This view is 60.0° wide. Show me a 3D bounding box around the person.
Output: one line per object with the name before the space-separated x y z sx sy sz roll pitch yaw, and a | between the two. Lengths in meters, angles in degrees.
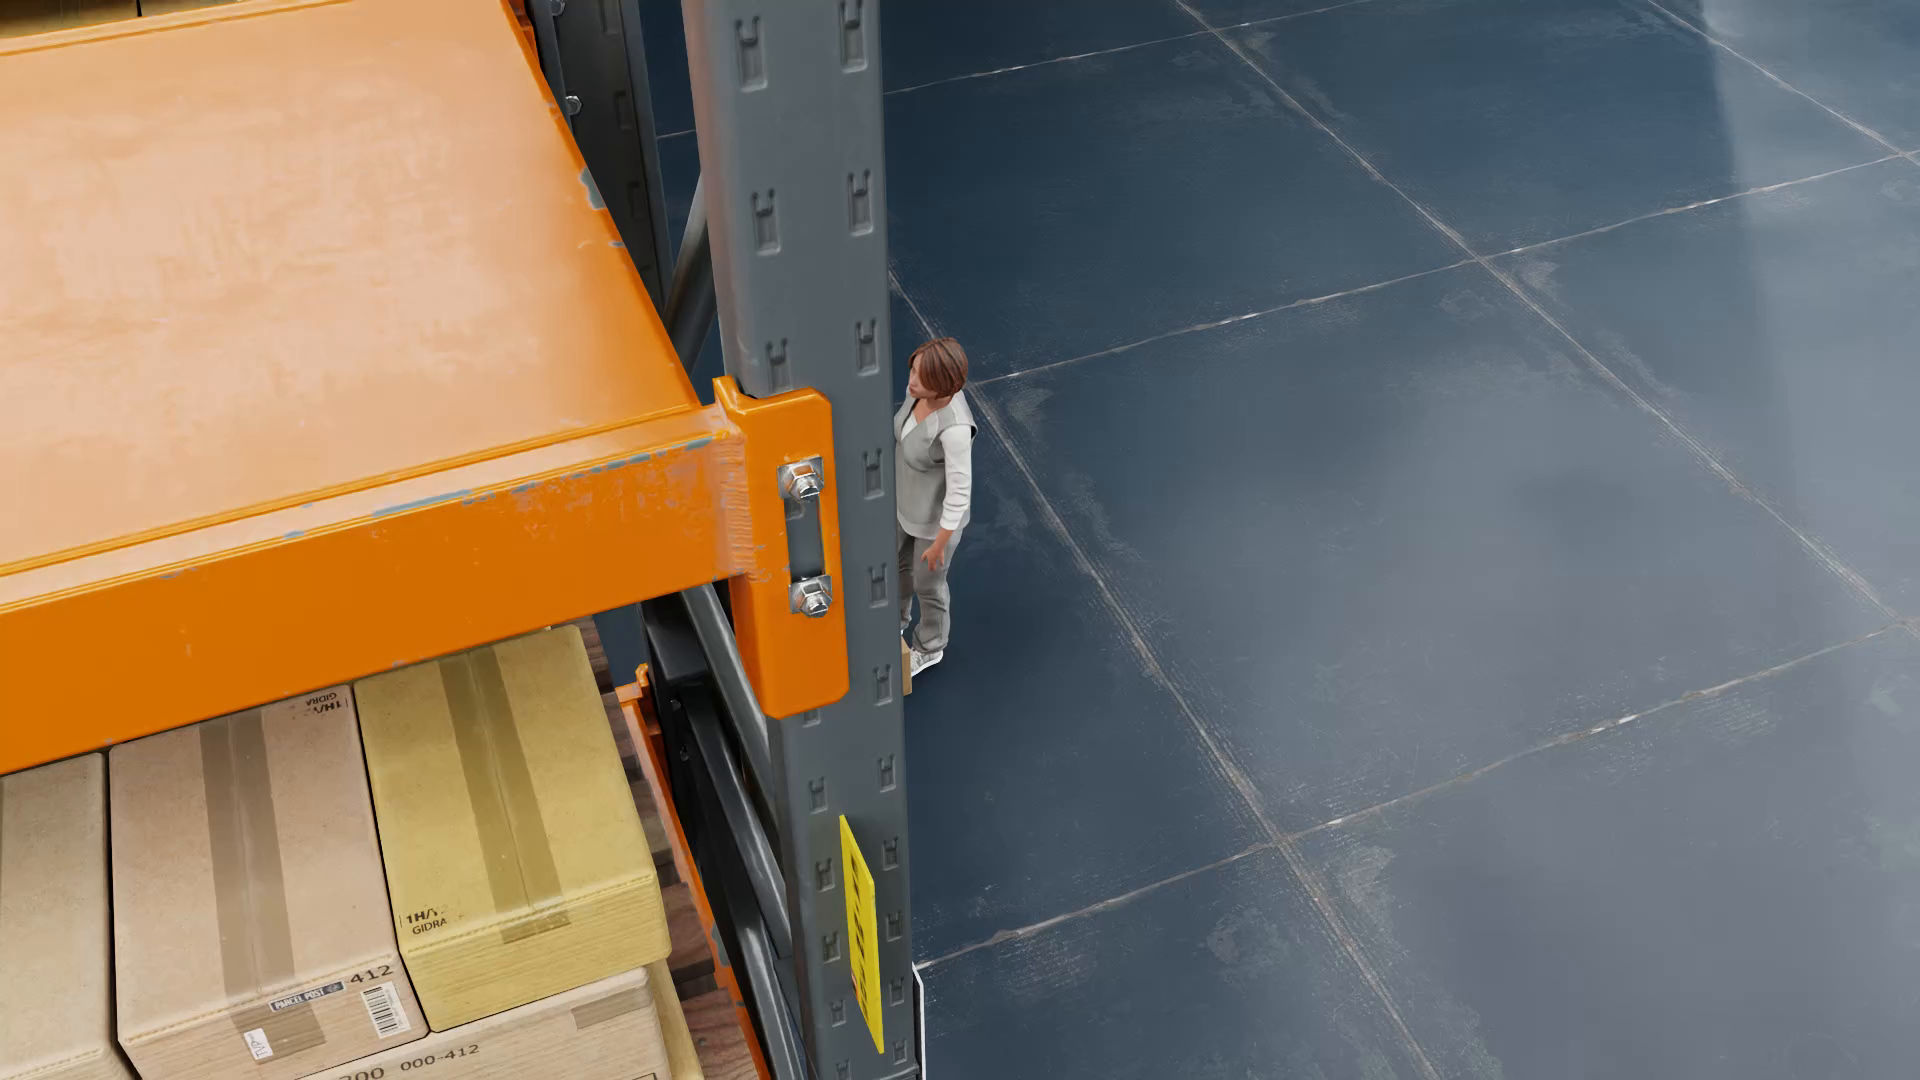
person | -0.198 -0.092 6.255 0.475 1.596 0.520 -15 45 -16
